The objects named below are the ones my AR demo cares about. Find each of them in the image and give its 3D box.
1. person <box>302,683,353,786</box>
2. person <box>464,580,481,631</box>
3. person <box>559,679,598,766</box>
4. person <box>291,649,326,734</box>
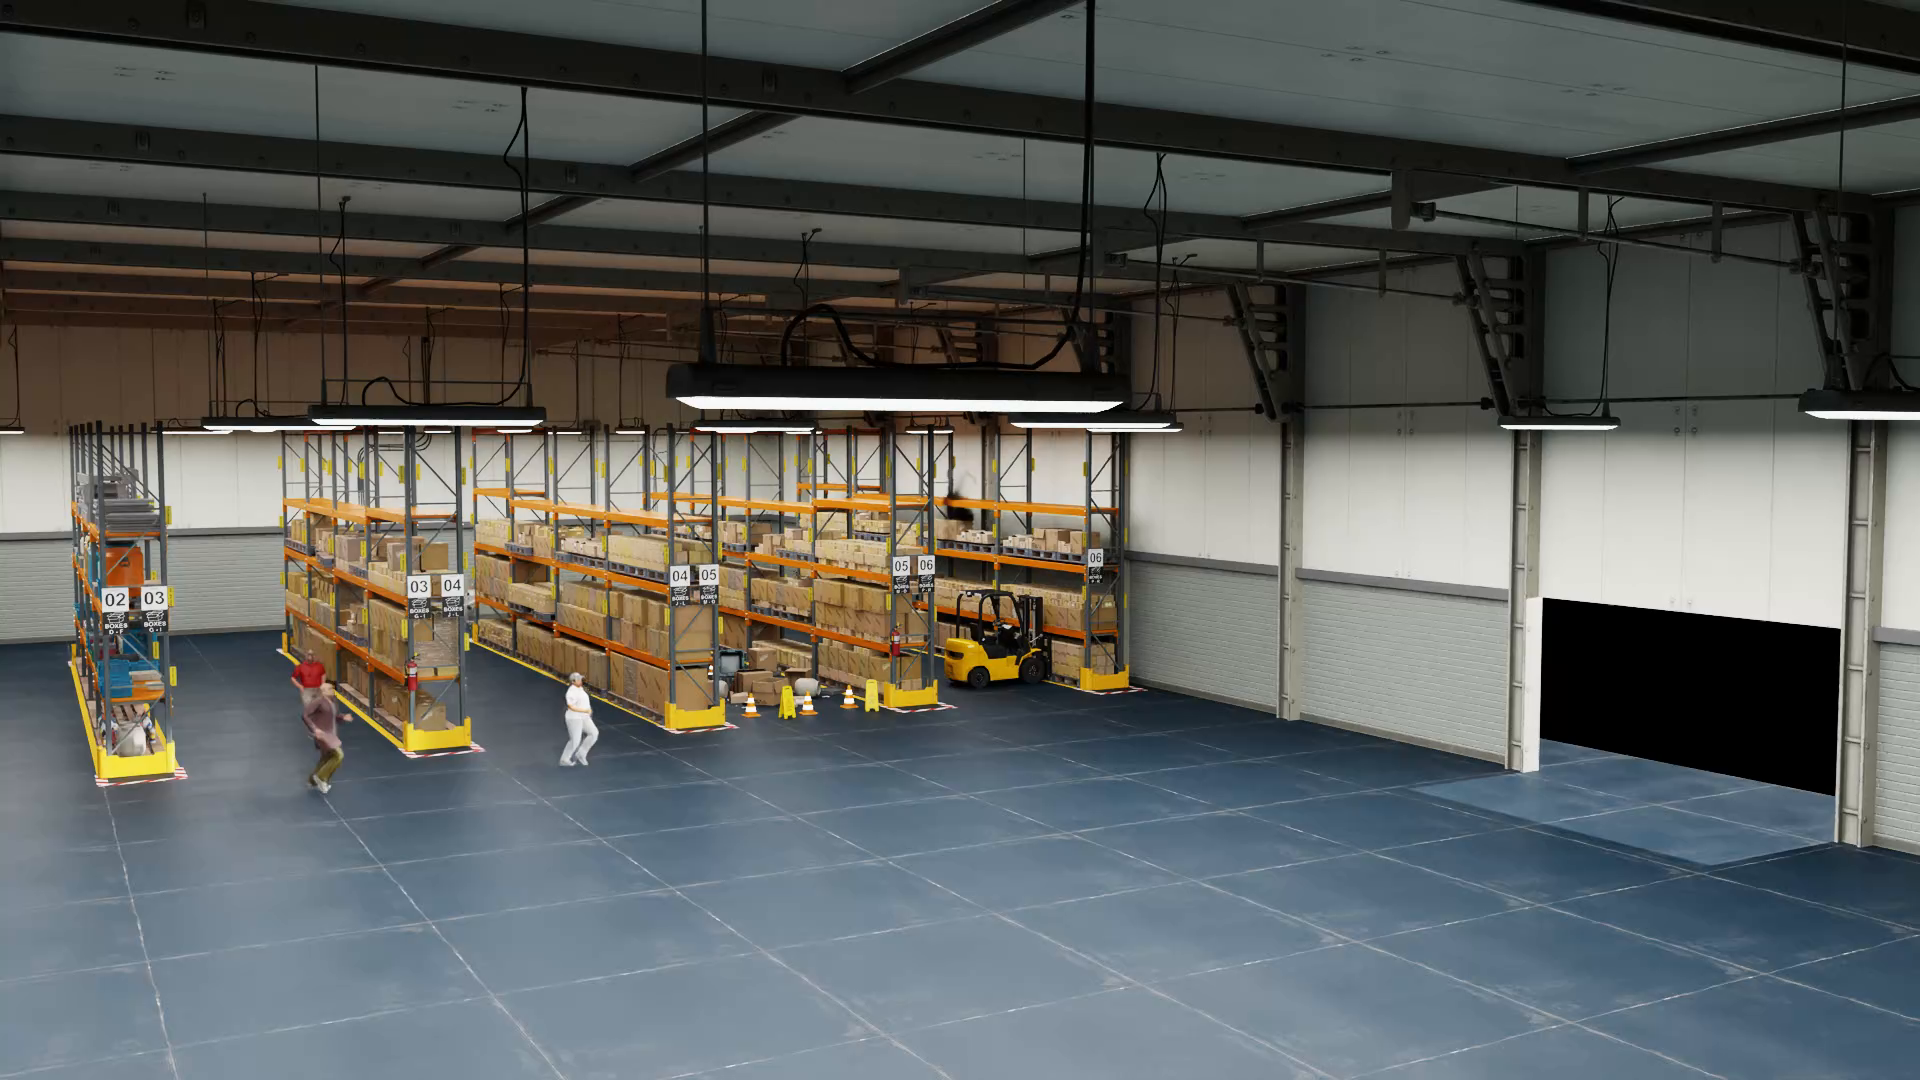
[{"bbox_3d":[-10.175,3.135,26.839,0.724,1.676,0.676,0,4,3],"label":"person"},{"bbox_3d":[-14.175,1.965,47.870,0.684,1.639,0.712,-1,4,-18],"label":"person"},{"bbox_3d":[-6.636,3.133,28.895,0.648,1.643,0.610,1,4,13],"label":"person"},{"bbox_3d":[-12.387,2.886,31.712,0.664,1.603,0.566,-3,5,-39],"label":"person"}]
